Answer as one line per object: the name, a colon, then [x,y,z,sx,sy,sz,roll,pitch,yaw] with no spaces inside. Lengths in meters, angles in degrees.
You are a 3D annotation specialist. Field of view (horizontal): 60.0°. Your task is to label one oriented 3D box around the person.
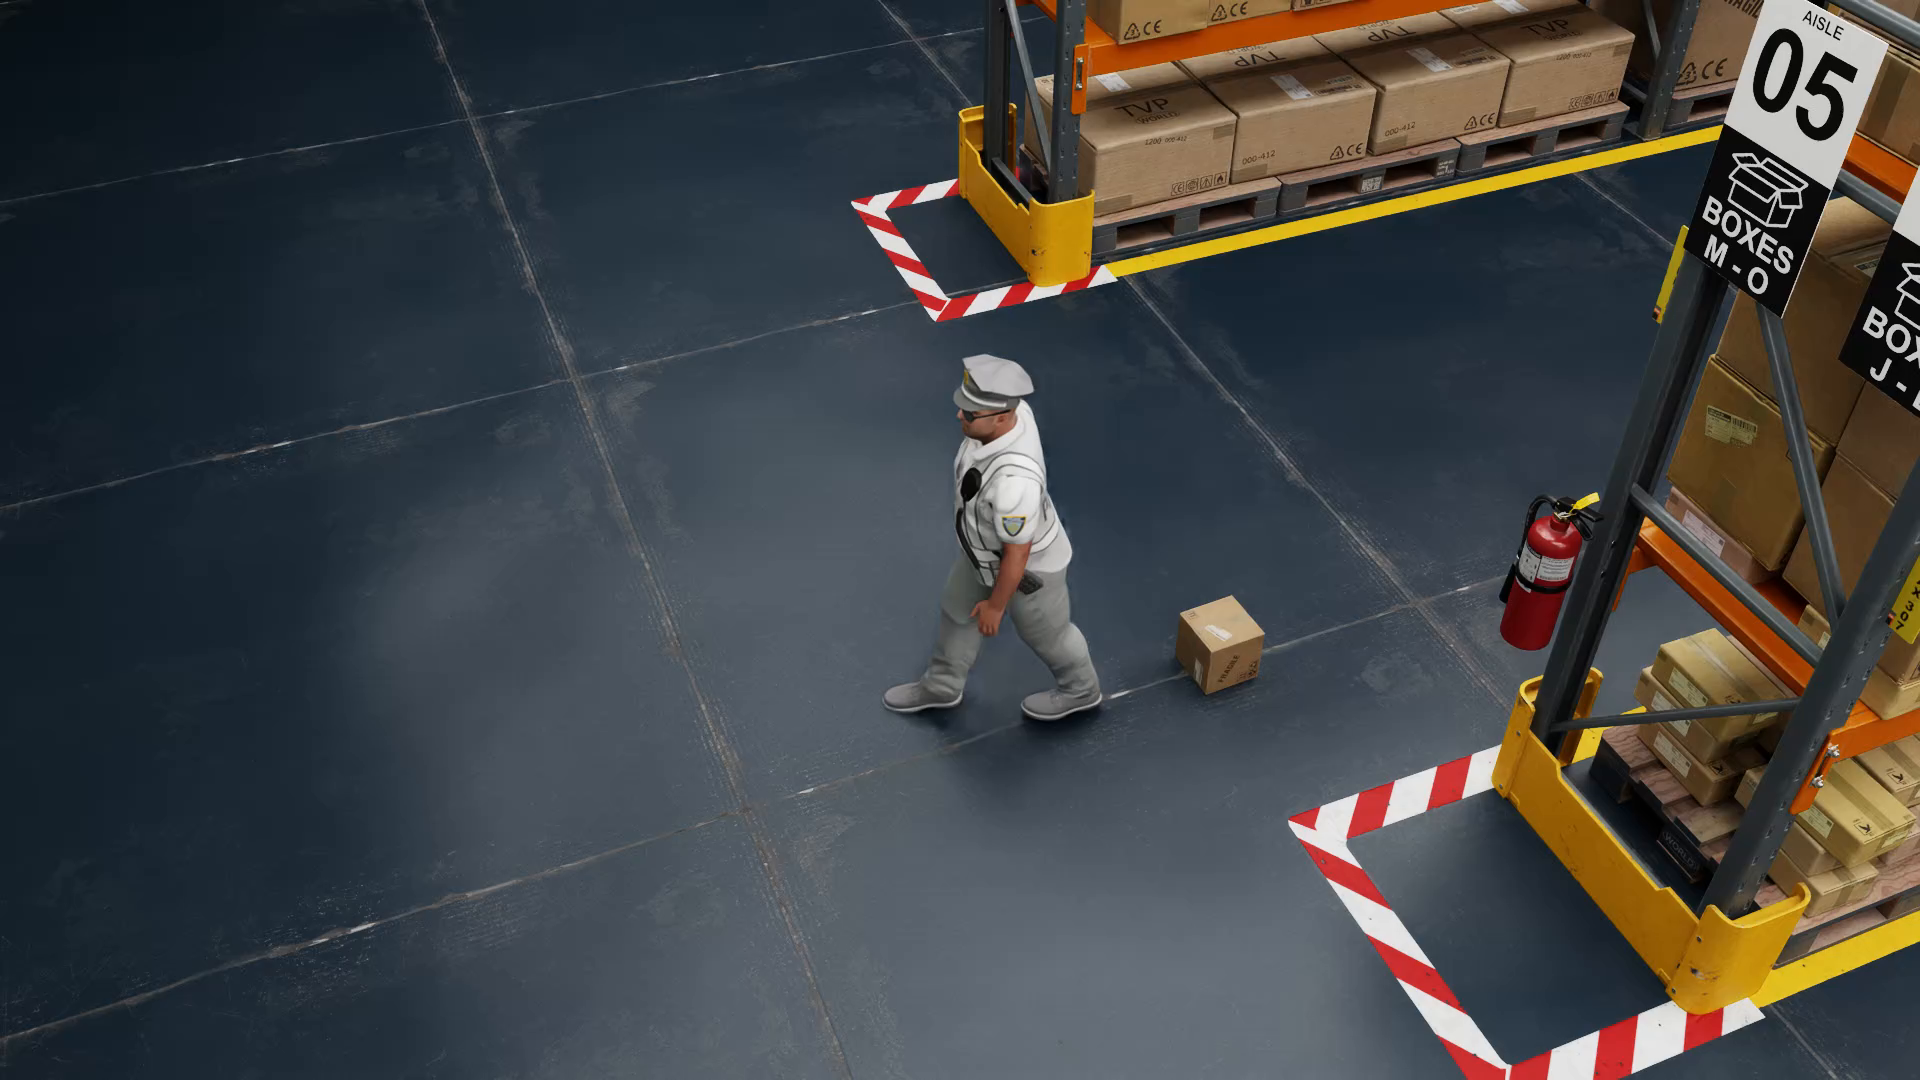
person: [0.144,0.066,6.075,0.846,1.752,0.569,-9,42,-10]
